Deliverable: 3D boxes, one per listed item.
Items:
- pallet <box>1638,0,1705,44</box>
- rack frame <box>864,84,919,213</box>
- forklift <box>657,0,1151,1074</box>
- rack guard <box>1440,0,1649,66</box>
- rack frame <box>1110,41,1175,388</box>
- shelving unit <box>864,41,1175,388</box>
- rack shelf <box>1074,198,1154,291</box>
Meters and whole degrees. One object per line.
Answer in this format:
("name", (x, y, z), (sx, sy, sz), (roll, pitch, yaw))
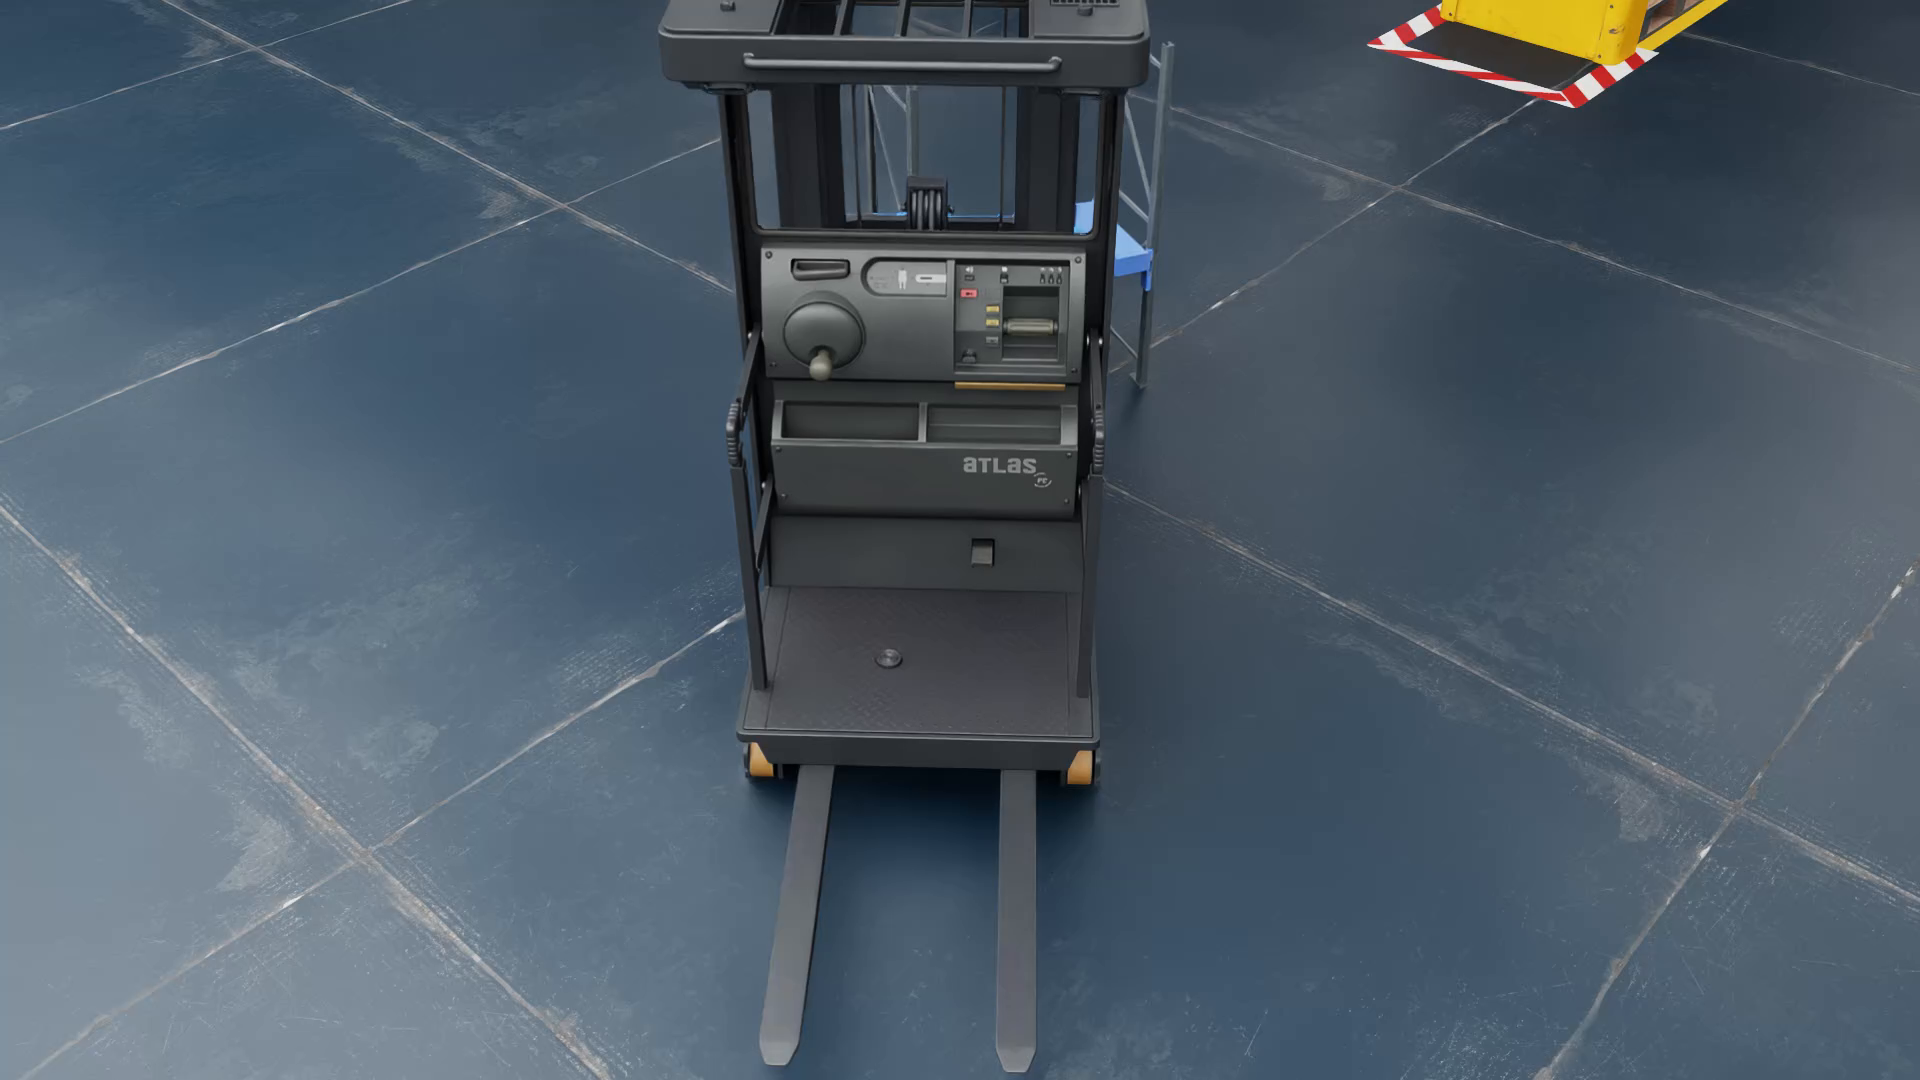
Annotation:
("pallet", (4.081, -3.530, 10.519), (1.003, 0.211, 1.213), (30, 47, 32))
("rack frame", (-0.256, -1.139, 6.477), (0.032, 1.500, 0.500), (-14, 41, -17))
("forklift", (-0.111, -0.576, 4.619), (1.130, 2.935, 3.031), (1, 39, 2))
("rack guard", (3.506, -3.284, 9.979), (1.175, 0.500, 0.348), (30, 47, 32))
("rack frame", (0.685, -1.378, 6.778), (0.032, 1.500, 0.500), (-14, 41, -17))
("shelving unit", (0.215, -1.258, 6.627), (1.048, 1.500, 0.538), (-14, 41, -17))
("rack shelf", (0.215, -1.118, 6.739), (1.000, 0.185, 0.538), (-14, 41, -17))
